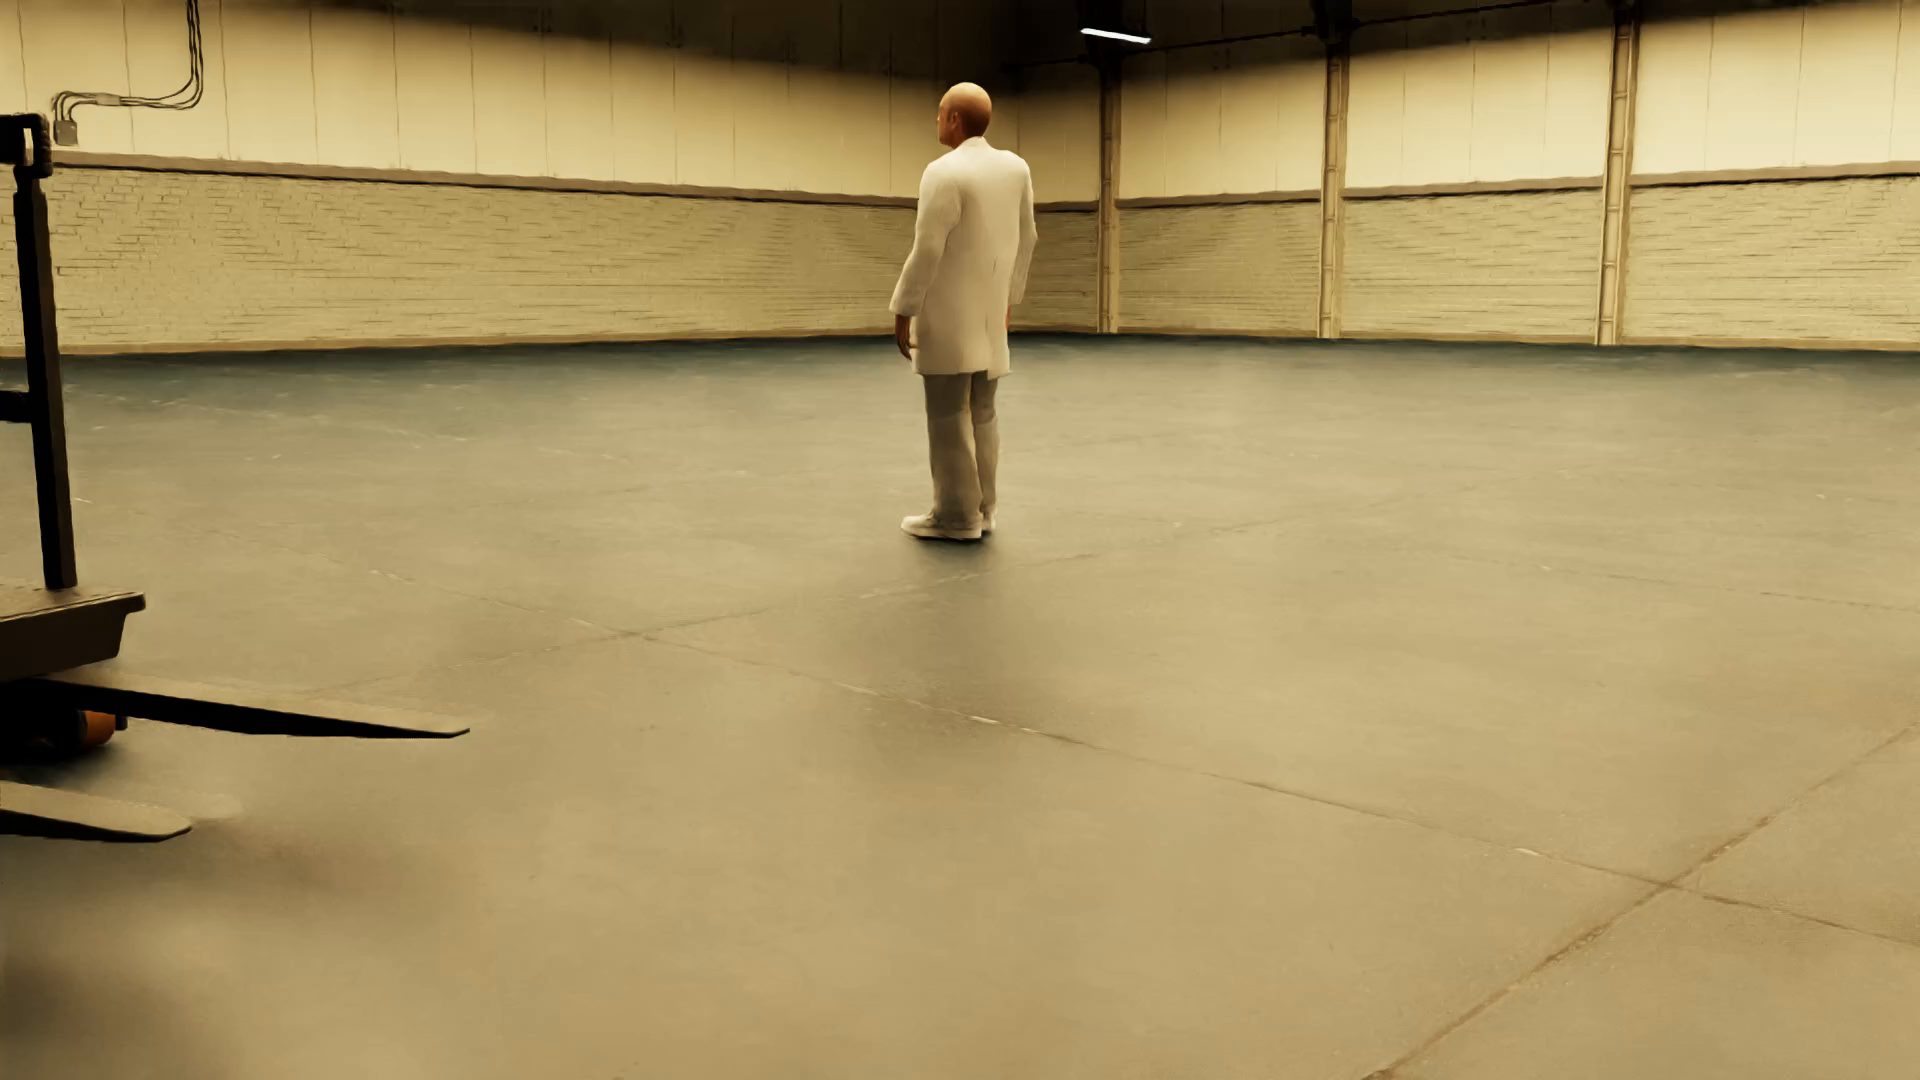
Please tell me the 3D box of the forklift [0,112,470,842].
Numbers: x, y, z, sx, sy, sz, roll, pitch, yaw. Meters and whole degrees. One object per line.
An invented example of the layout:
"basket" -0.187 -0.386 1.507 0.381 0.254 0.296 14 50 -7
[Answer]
"forklift" -2.395 -0.939 3.107 3.031 2.935 1.130 4 9 24

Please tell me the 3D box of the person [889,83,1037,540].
"person" -0.062 -0.896 6.650 0.579 1.776 0.694 8 12 43
